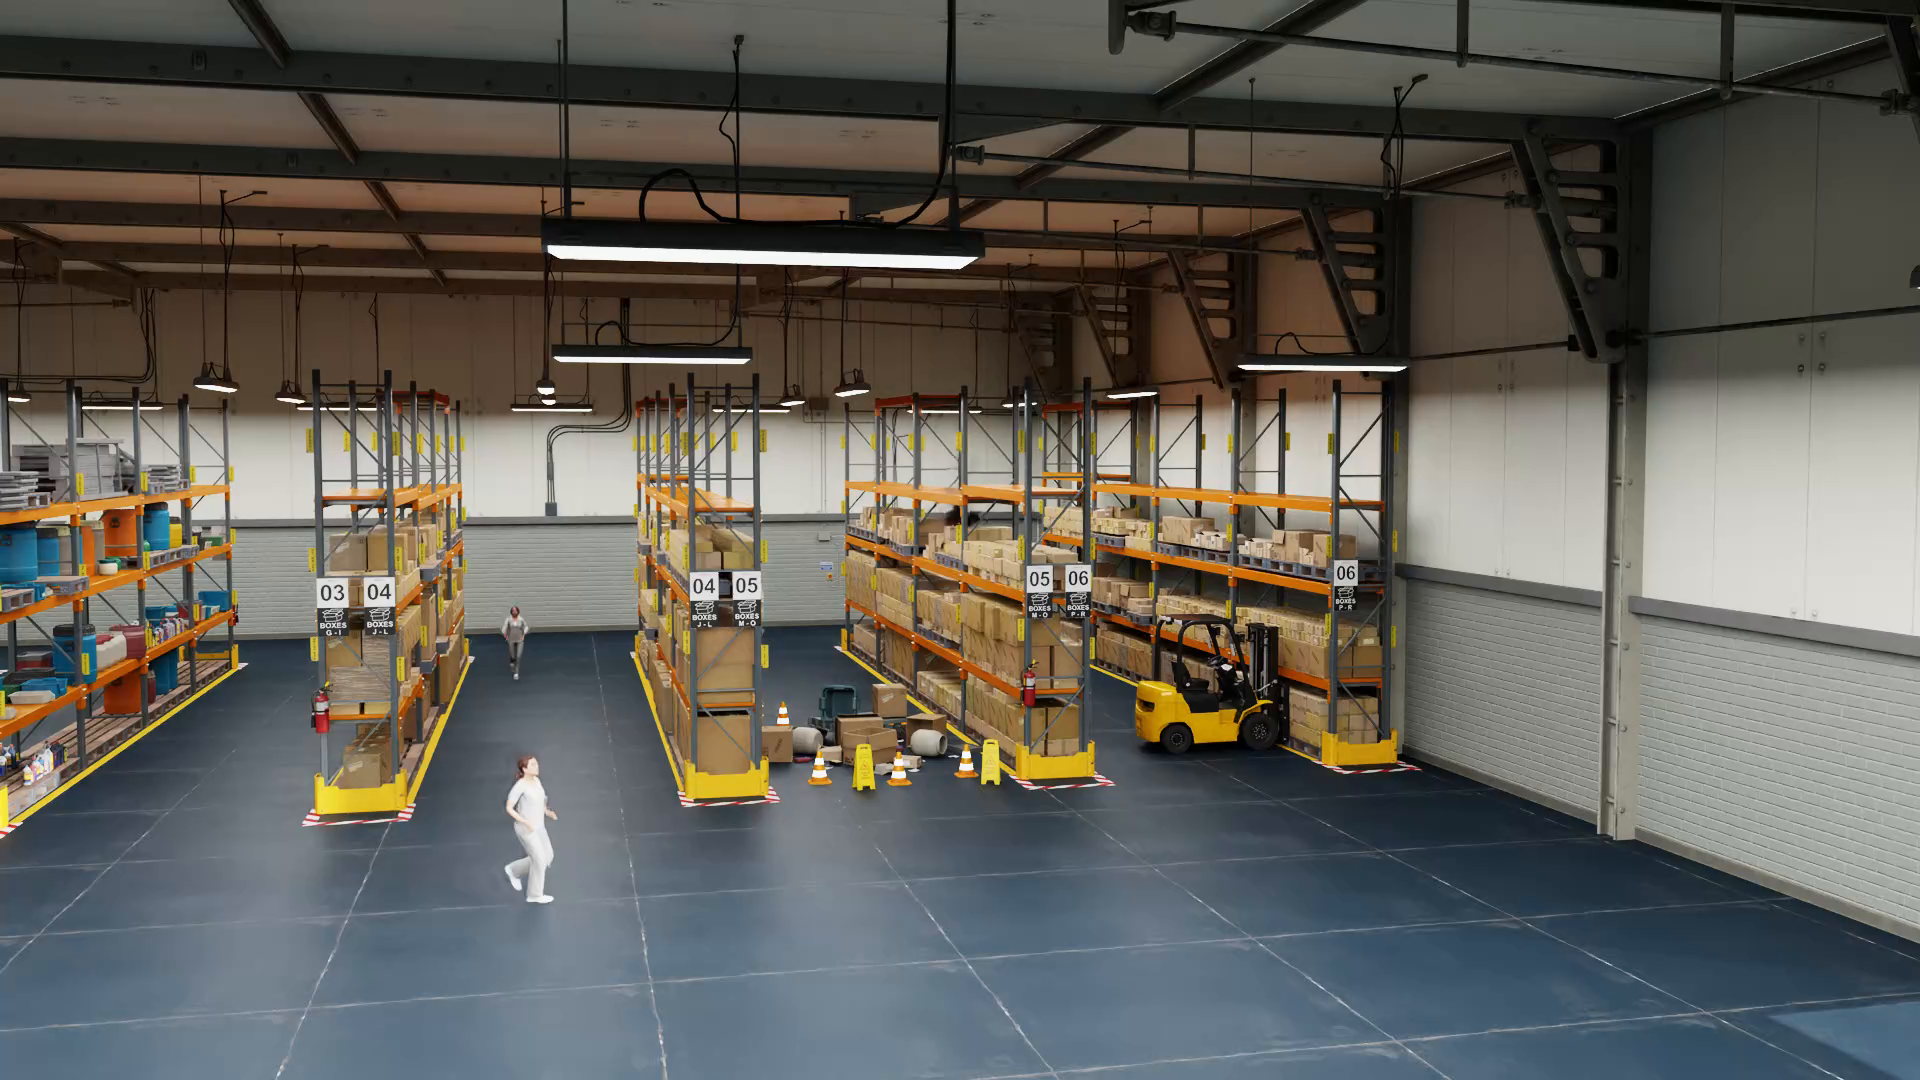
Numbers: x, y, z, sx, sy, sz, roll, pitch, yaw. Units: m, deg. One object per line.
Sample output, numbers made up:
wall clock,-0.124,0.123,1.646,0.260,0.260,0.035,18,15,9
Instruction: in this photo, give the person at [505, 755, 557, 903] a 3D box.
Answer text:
person,-4.726,3.149,18.112,0.621,1.606,0.555,1,3,19

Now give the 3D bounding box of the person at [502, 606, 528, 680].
person,-9.506,2.181,35.552,0.546,1.562,0.591,-1,3,-17
